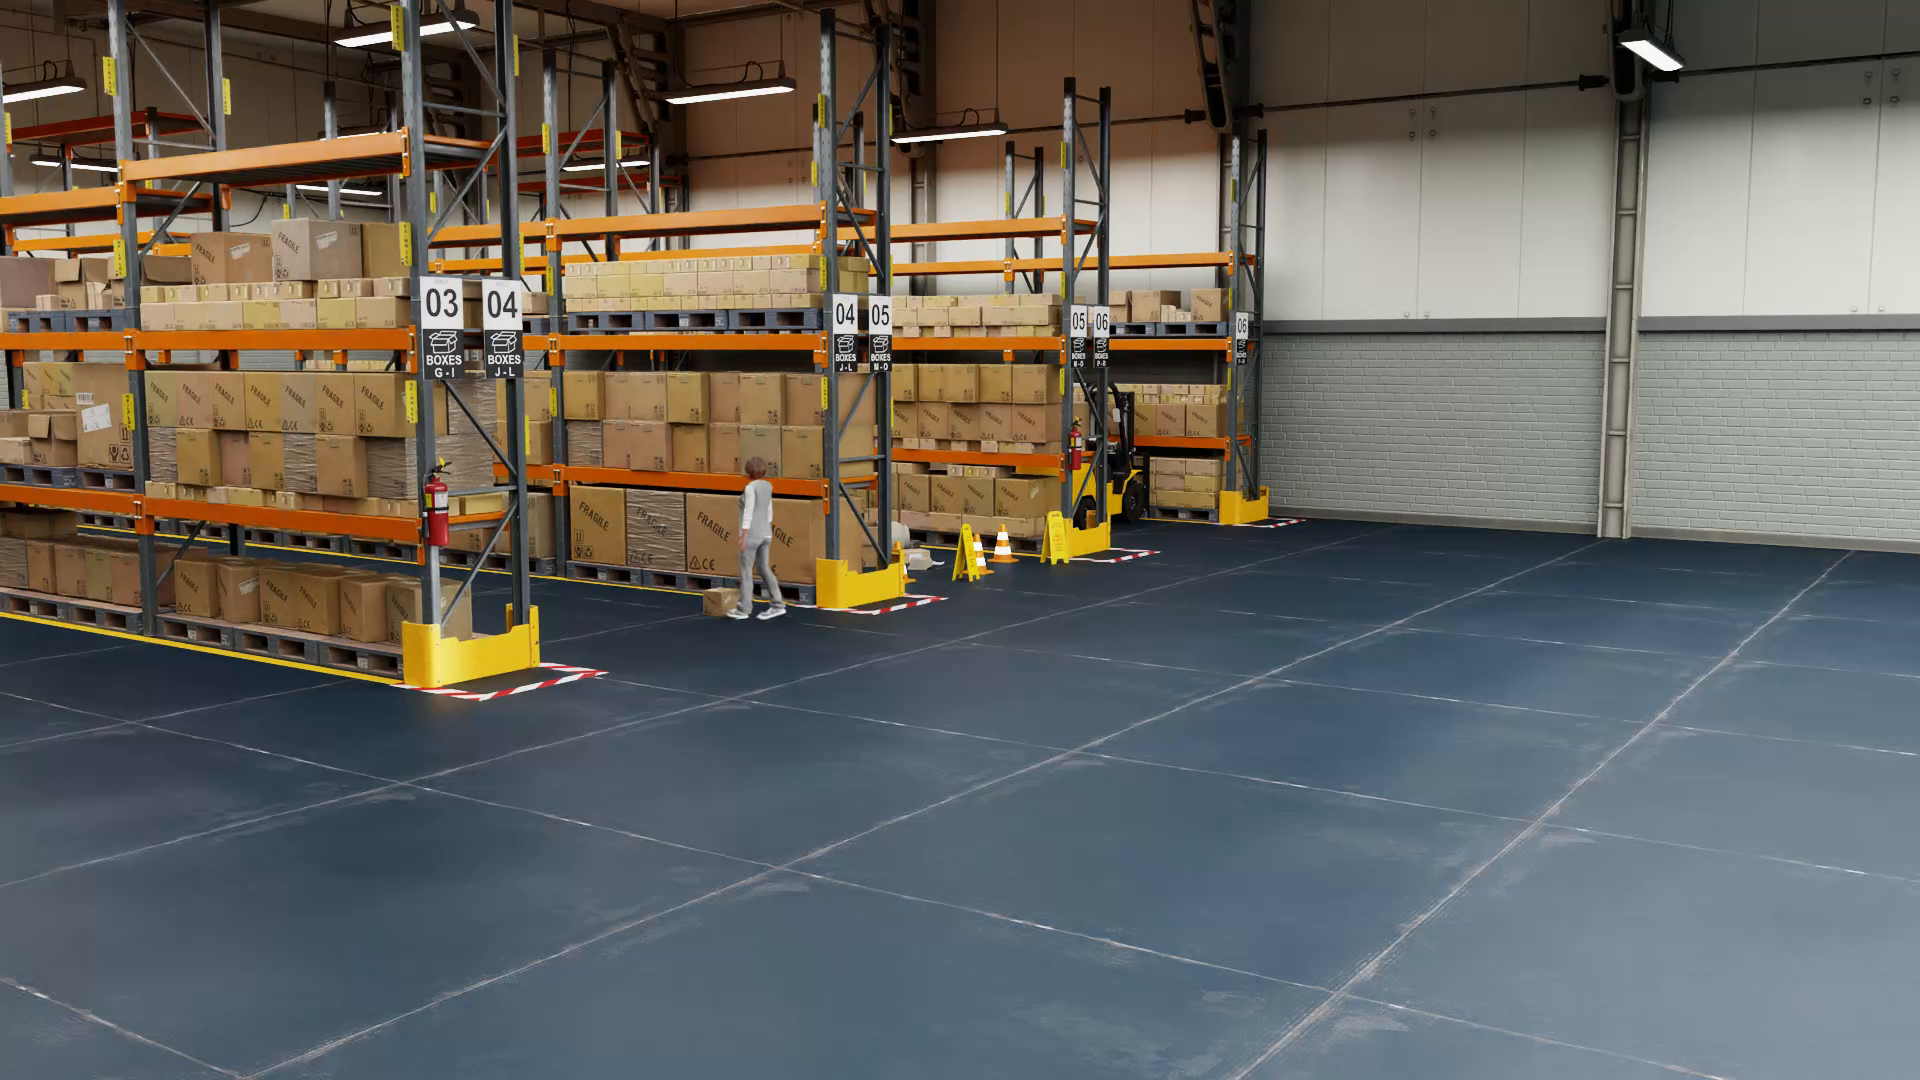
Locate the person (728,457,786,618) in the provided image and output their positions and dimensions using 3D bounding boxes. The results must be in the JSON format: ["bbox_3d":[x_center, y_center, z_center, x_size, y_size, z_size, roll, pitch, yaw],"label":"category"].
[{"bbox_3d":[-2.036,-0.012,16.337,0.523,1.603,0.438,3,7,28],"label":"person"}]
